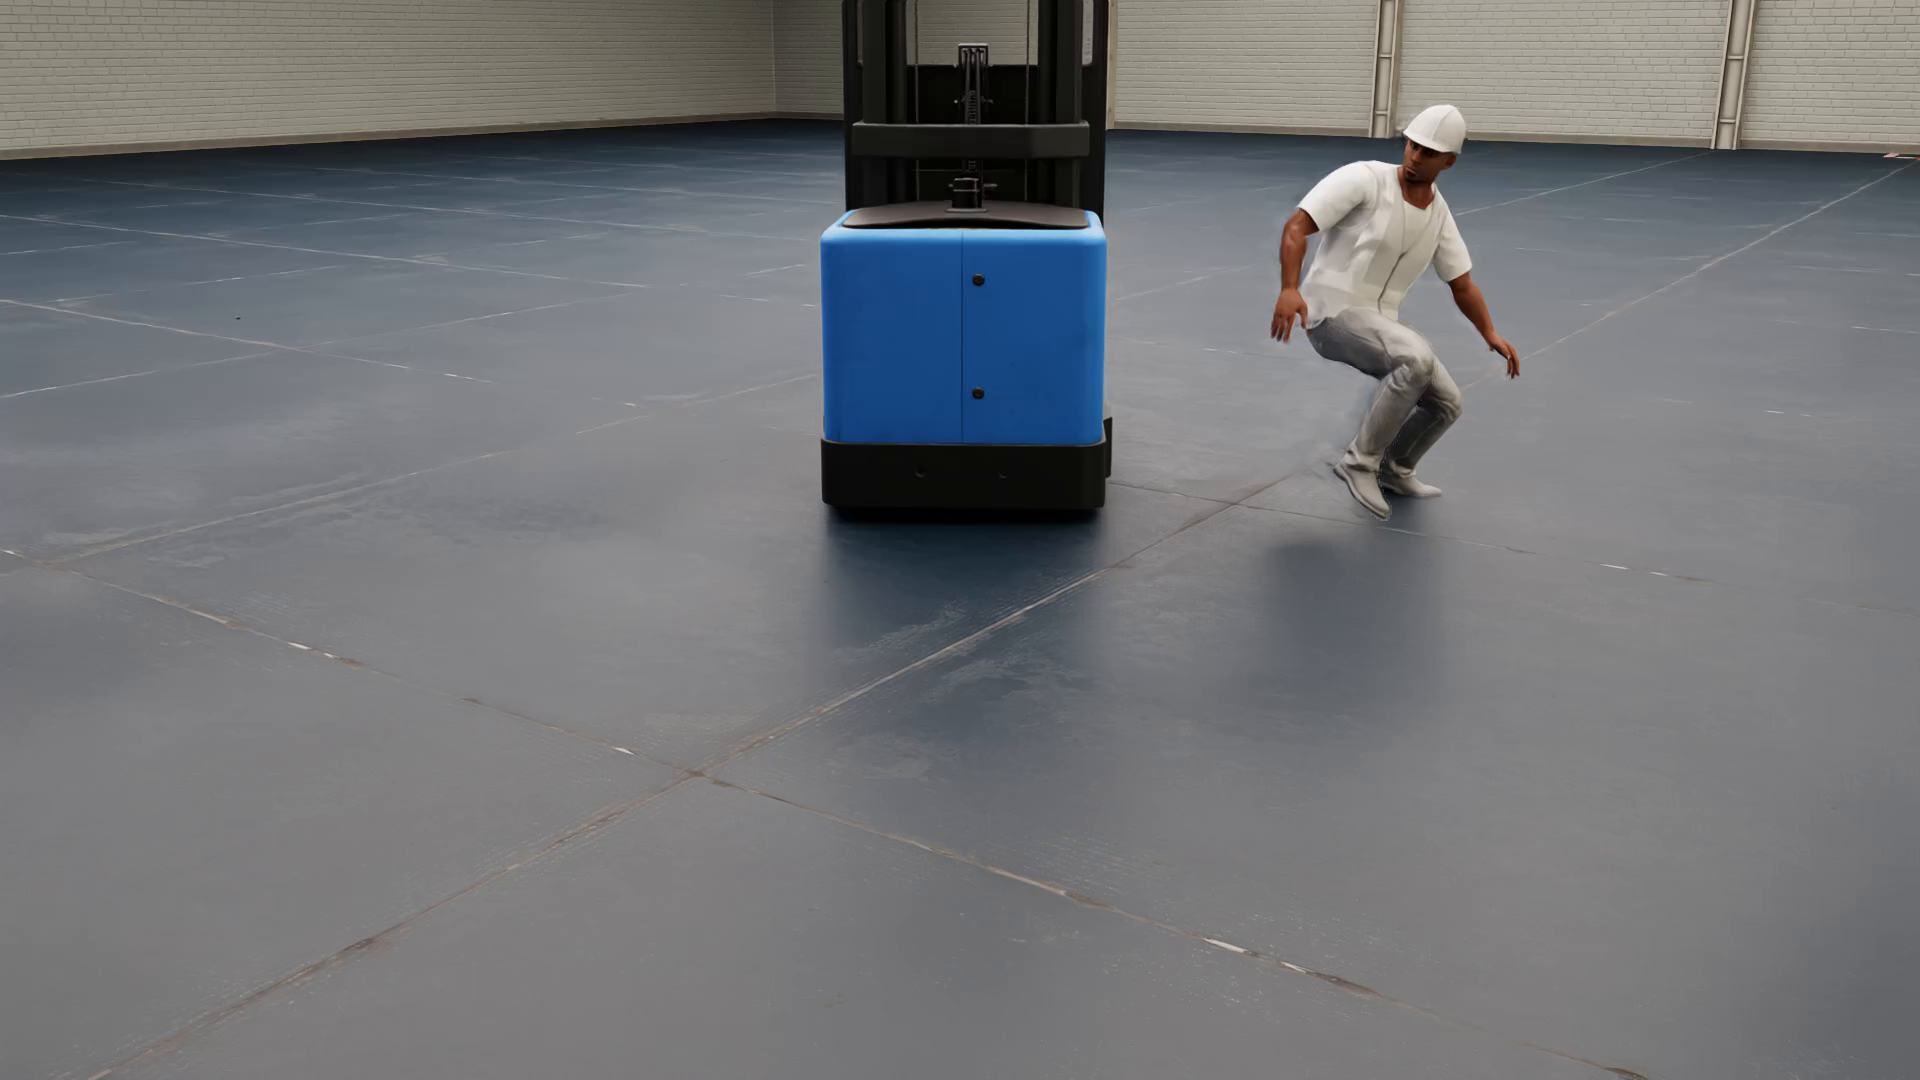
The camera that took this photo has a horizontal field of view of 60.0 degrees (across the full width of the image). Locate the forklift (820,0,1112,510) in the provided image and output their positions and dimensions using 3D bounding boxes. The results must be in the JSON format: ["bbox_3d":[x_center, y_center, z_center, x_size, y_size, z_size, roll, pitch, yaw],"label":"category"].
[{"bbox_3d":[0.074,-1.884,7.132,1.130,2.935,3.031,1,17,2],"label":"forklift"}]

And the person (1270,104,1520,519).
[{"bbox_3d":[1.600,-0.820,6.136,0.841,1.521,0.693,-13,21,-38],"label":"person"}]
